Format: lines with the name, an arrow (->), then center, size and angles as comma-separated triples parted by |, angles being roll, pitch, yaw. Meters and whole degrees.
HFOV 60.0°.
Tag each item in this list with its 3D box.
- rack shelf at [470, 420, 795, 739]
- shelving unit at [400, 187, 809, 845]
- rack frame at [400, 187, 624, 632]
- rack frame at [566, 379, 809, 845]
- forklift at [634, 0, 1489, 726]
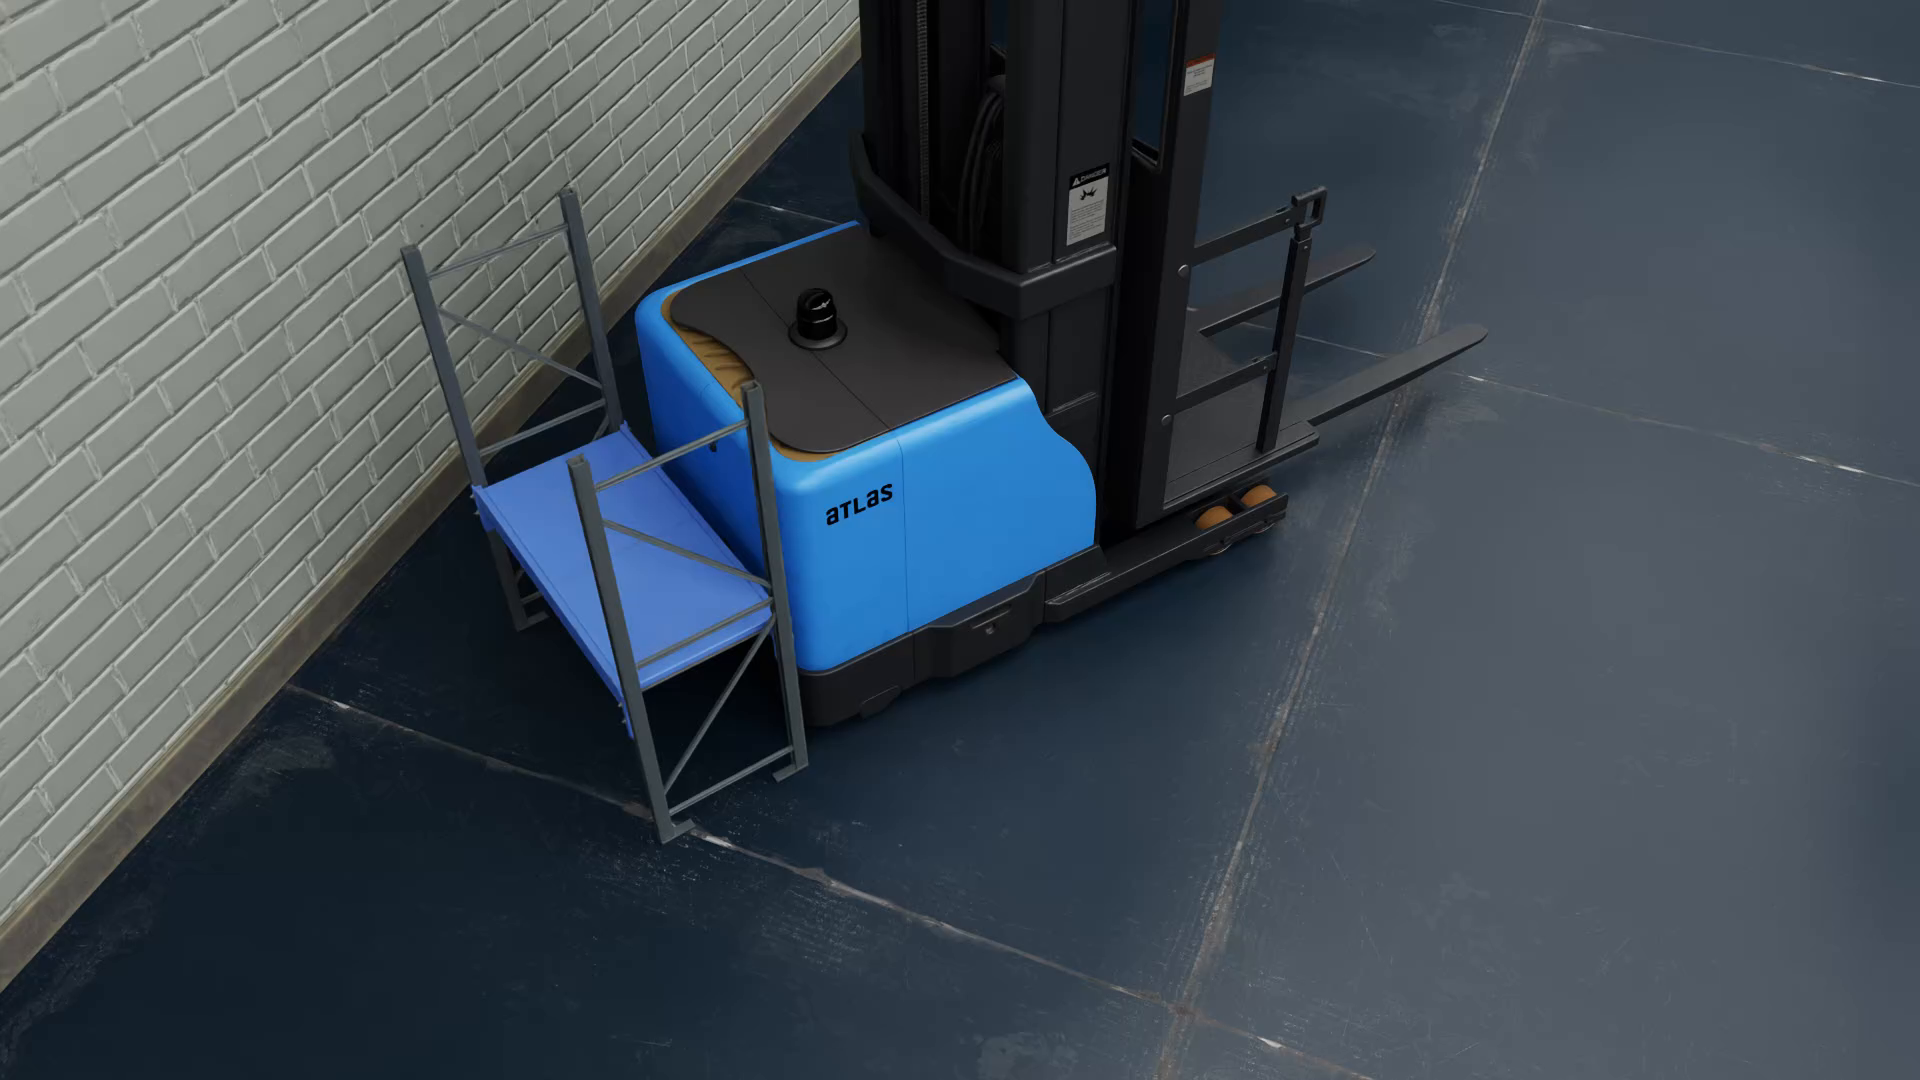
rack shelf -> -0.969, 0.084, 4.853 | 0.538, 0.185, 1.000 | -27, 51, -23
shelving unit -> -0.971, -0.043, 4.725 | 0.538, 1.500, 1.048 | -27, 51, -23
rack frame -> -1.261, -0.337, 5.021 | 0.500, 1.500, 0.032 | -27, 51, -23
rack frame -> -0.681, 0.252, 4.429 | 0.500, 1.500, 0.032 | -27, 51, -23
forklift -> 0.528, -1.279, 4.958 | 3.031, 2.935, 1.130 | -24, 50, -23
